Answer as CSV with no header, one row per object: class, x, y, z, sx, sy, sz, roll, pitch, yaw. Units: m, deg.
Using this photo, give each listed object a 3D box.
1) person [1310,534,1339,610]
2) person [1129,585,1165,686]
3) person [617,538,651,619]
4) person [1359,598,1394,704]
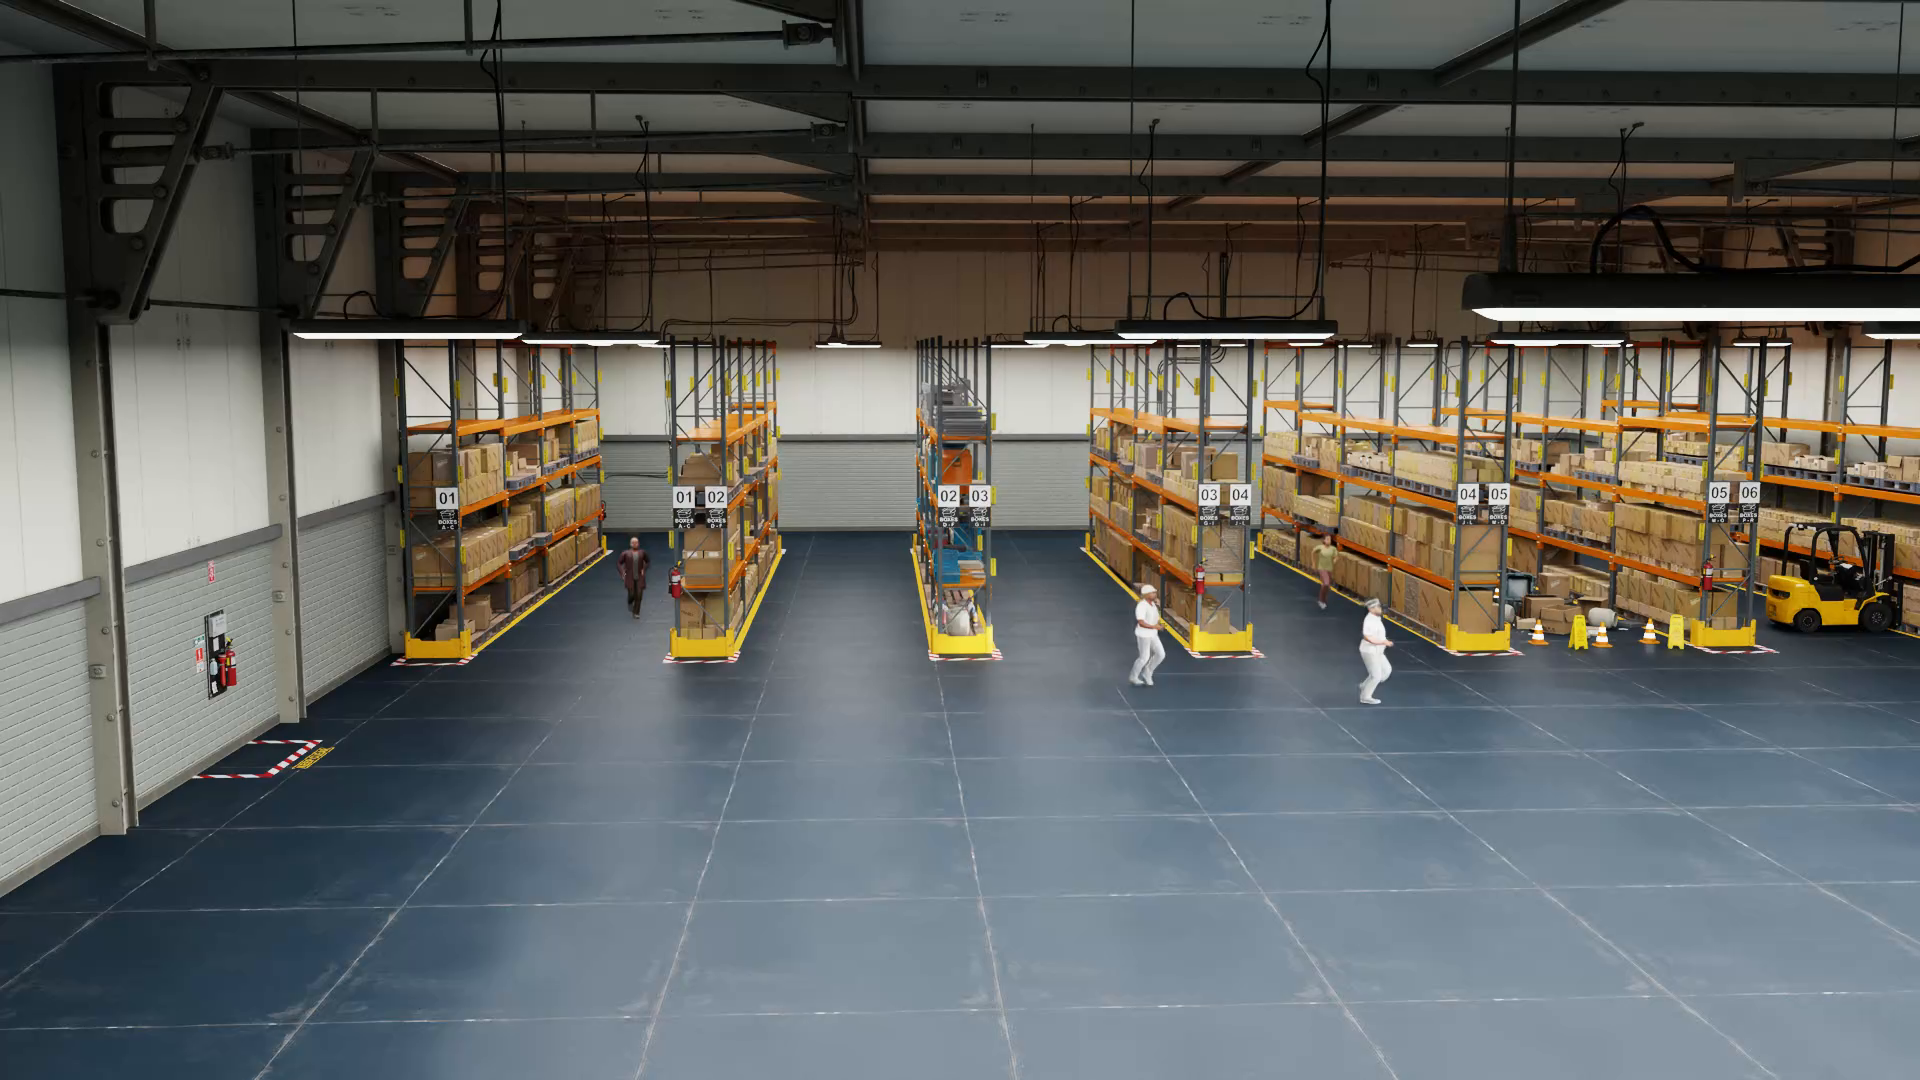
person,8.128,0.699,36.981,0.541,1.687,0.773,-2,7,-14
person,3.231,1.646,28.382,0.695,1.789,0.724,4,8,32
person,-6.975,0.814,35.666,0.726,1.734,0.702,-2,7,-20
person,6.777,1.795,26.990,0.577,1.740,0.672,3,7,24
